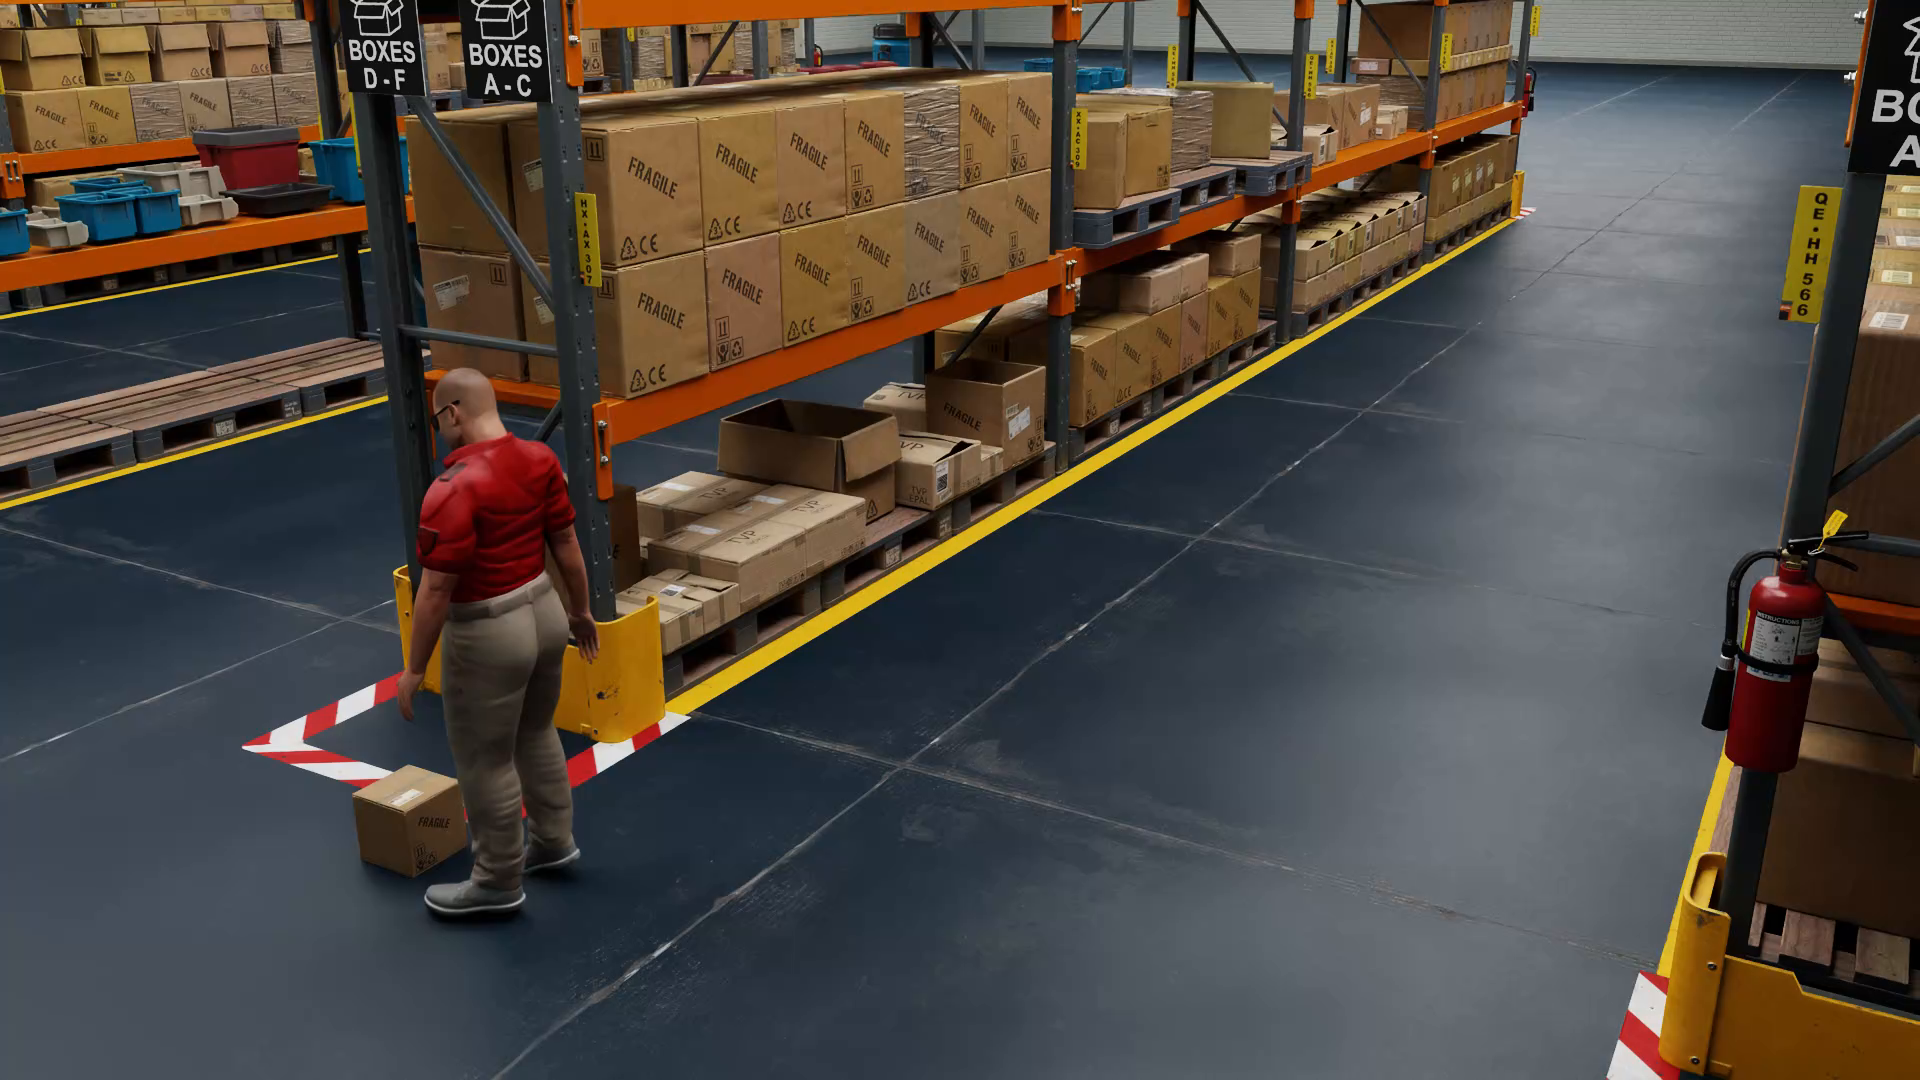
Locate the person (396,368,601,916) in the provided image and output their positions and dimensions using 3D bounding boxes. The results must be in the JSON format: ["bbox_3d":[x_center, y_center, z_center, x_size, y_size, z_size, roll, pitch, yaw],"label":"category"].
[{"bbox_3d":[-1.457,0.345,5.130,0.395,1.773,0.662,8,21,22],"label":"person"}]
